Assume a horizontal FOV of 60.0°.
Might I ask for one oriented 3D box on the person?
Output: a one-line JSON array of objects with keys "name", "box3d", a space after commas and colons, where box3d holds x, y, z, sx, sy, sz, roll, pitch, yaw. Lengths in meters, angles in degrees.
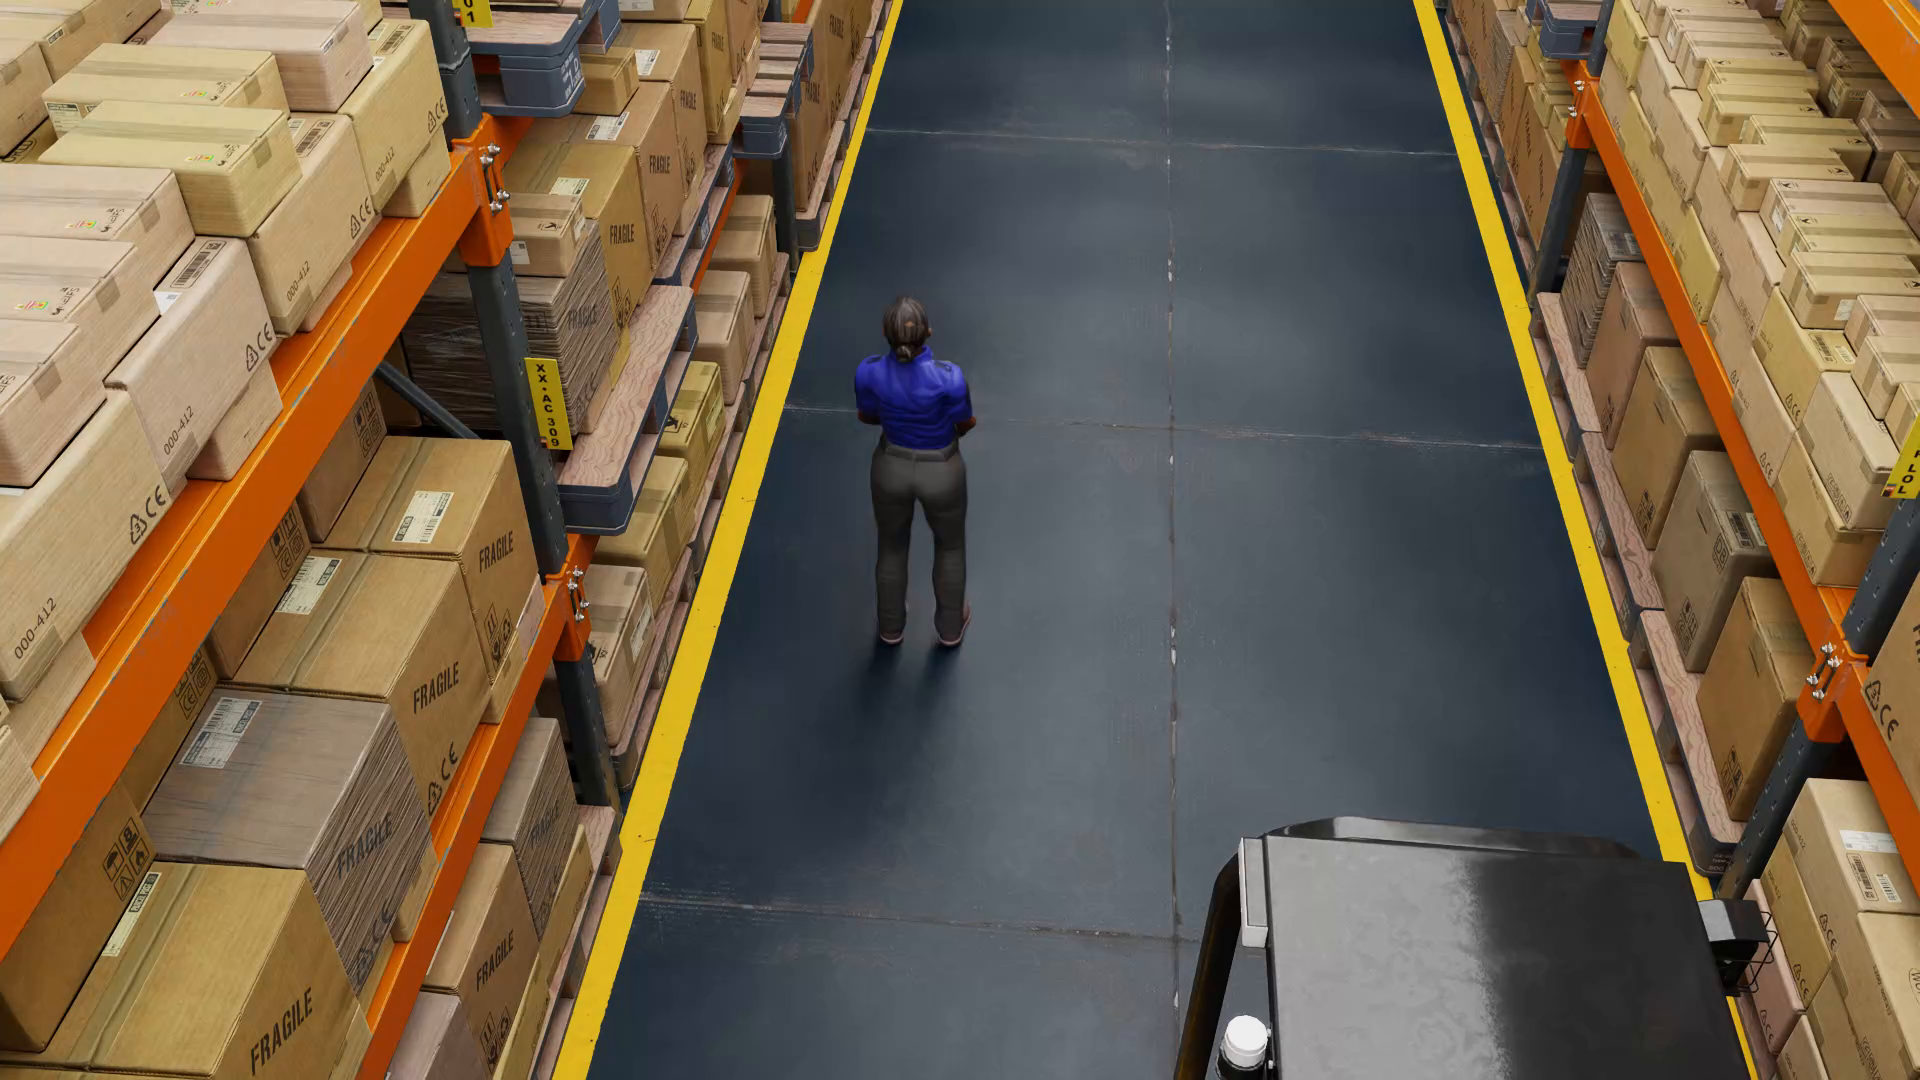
[{"name": "person", "box3d": [-0.155, -0.304, 6.519, 0.456, 1.655, 0.507, 7, 41, 8]}]
